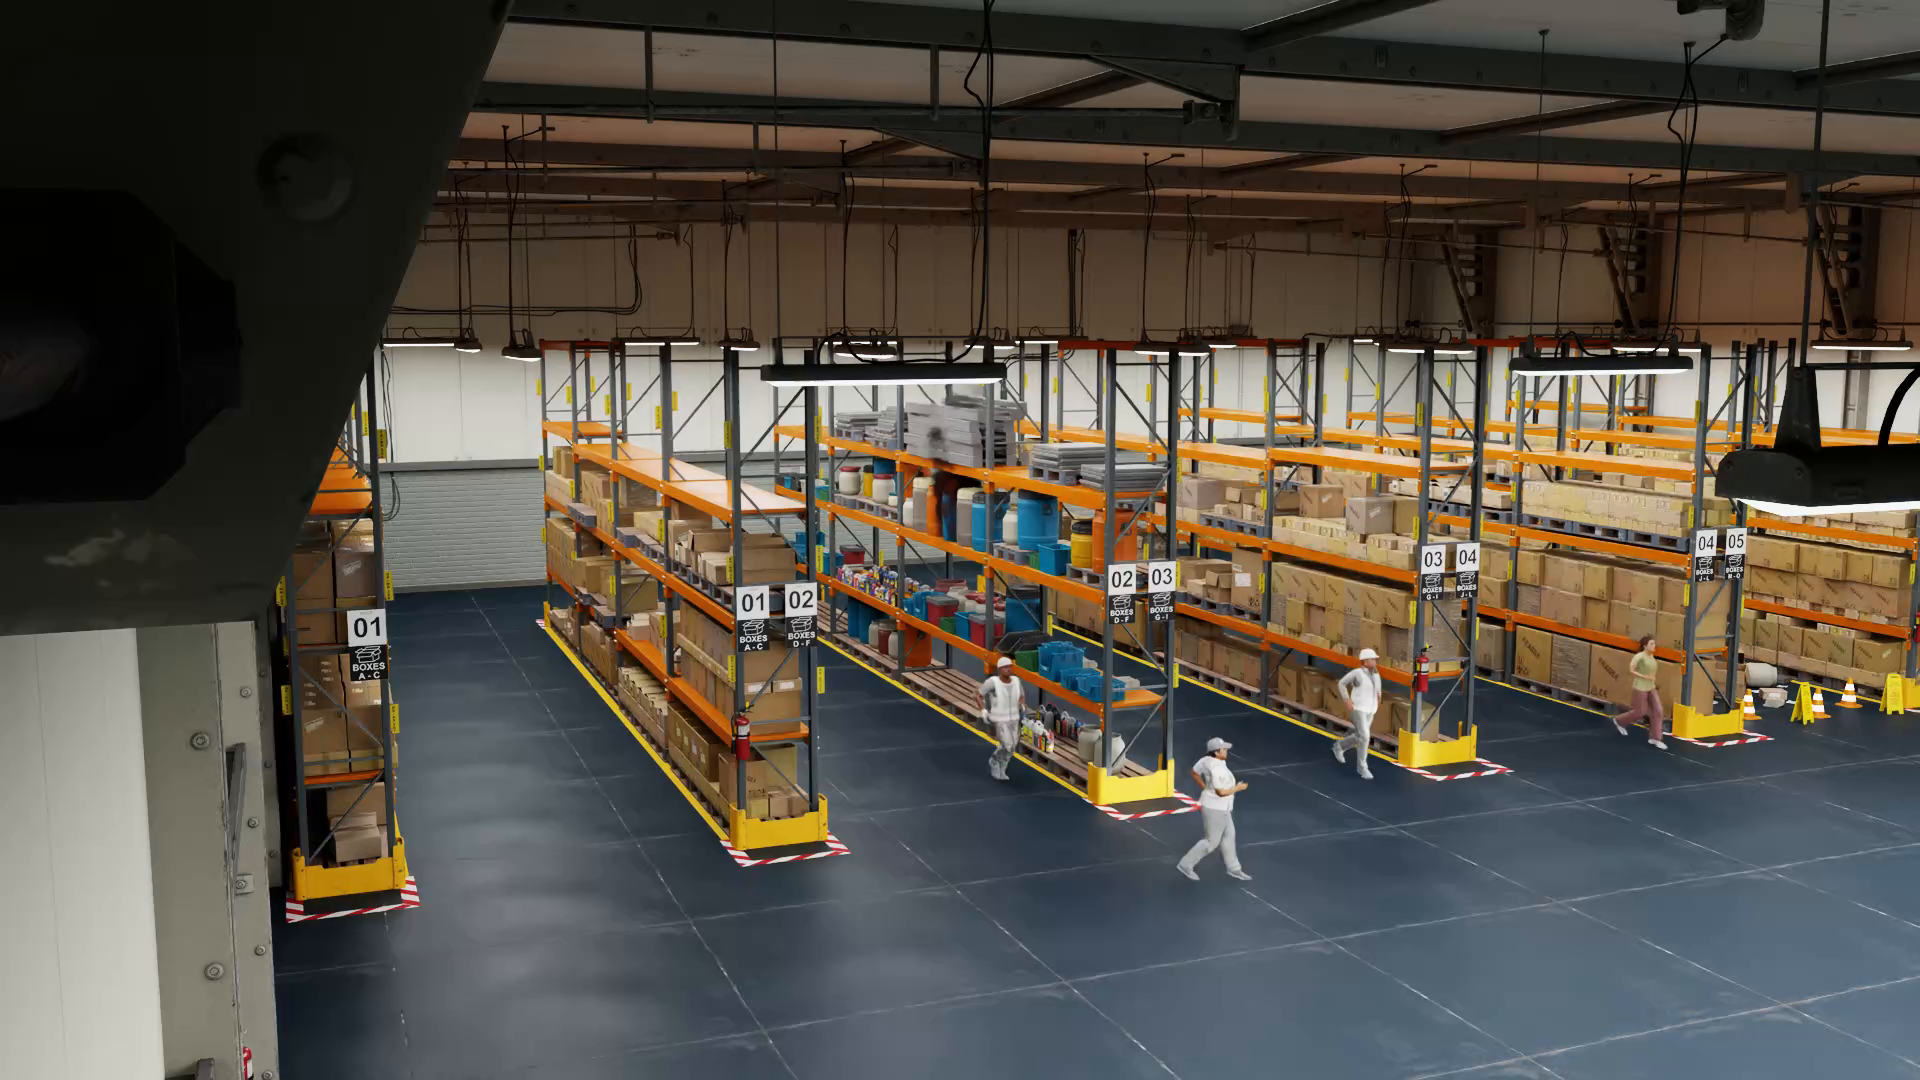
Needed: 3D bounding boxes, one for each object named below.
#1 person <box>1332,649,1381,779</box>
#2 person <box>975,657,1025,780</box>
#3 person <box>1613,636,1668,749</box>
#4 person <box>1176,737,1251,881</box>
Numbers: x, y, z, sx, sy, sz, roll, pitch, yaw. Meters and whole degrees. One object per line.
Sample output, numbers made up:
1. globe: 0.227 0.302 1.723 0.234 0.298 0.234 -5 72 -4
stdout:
1. person: 5.700 2.418 23.599 0.689 1.775 0.888 -5 9 -35
2. person: 0.638 2.481 22.890 0.668 1.738 0.634 -5 9 -32
3. person: 10.295 2.261 25.089 0.613 1.669 0.880 -5 9 -33
4. person: 2.883 3.060 18.759 0.874 1.691 0.579 0 7 2
